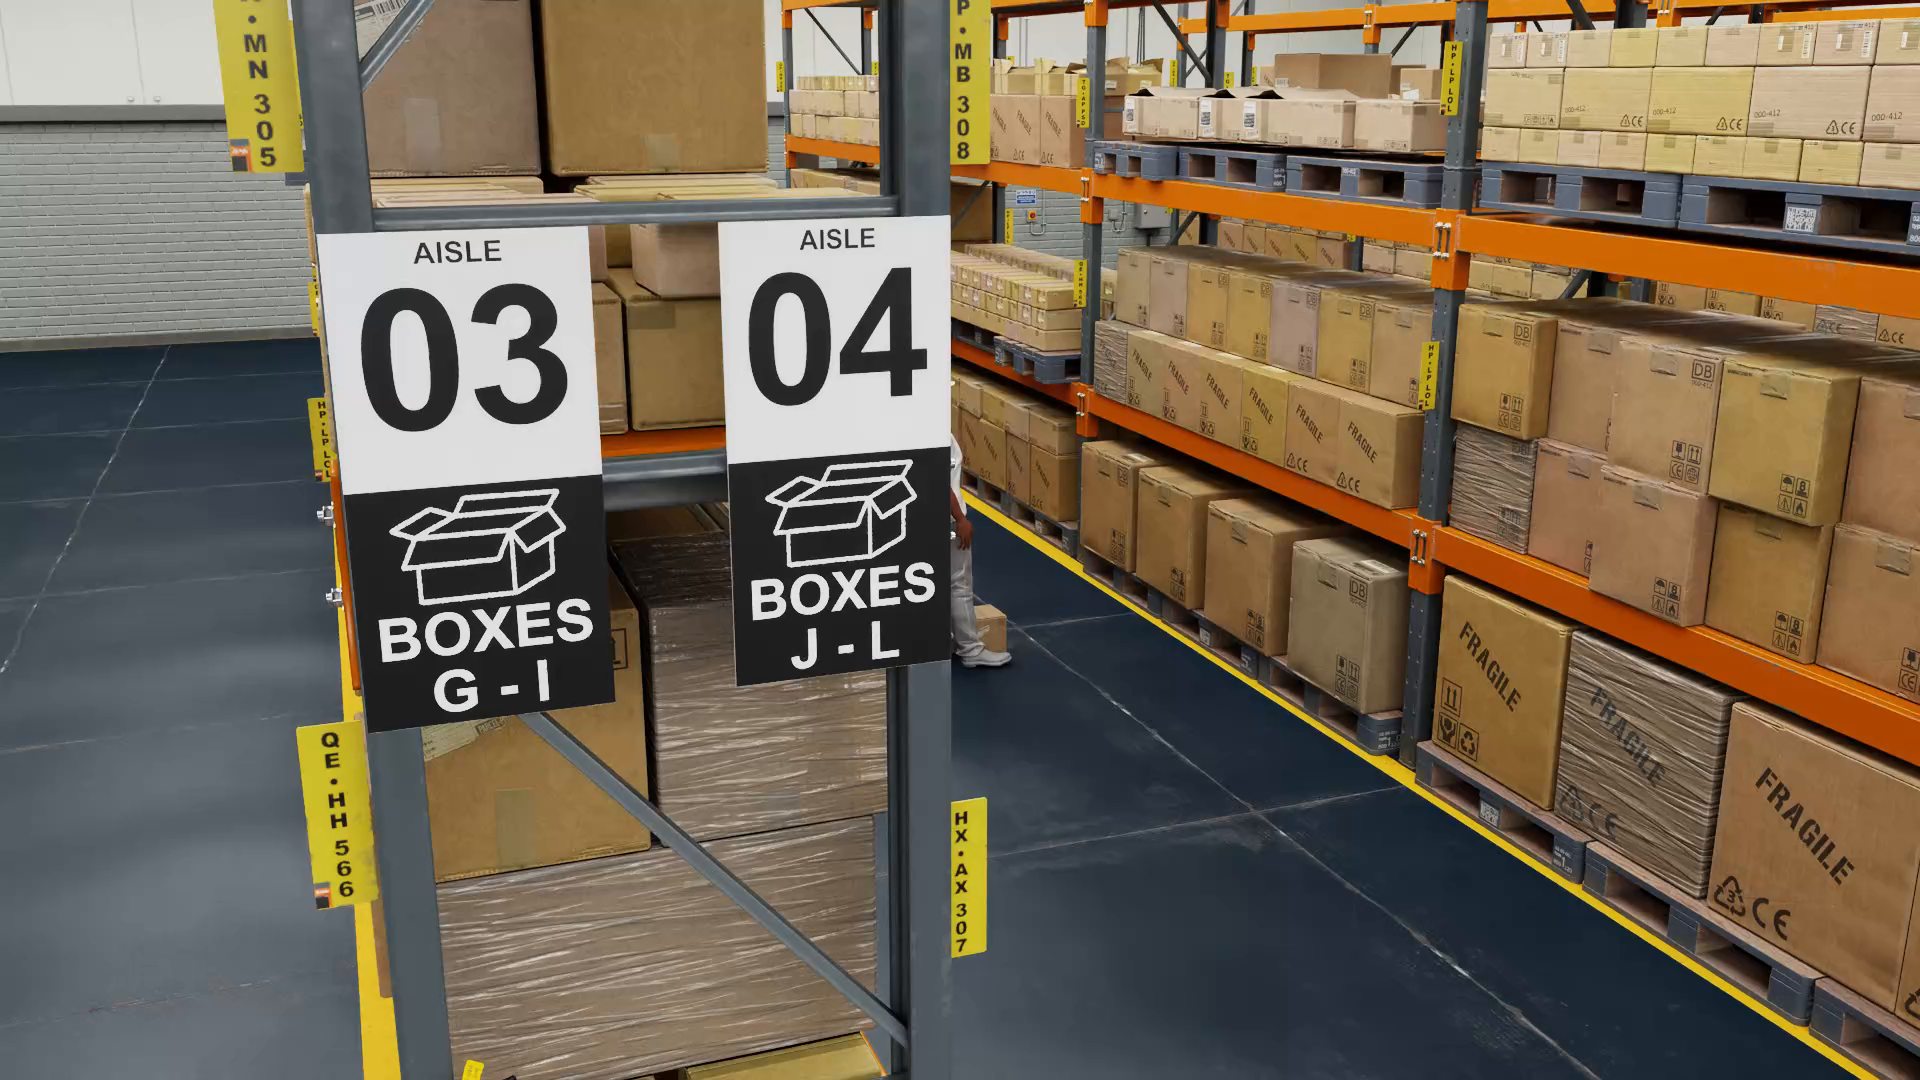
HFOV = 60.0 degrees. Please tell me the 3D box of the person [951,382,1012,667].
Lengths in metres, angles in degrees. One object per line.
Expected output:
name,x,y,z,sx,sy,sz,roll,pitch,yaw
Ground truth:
person,-0.053,-0.147,9.974,0.576,1.766,0.665,-6,17,-20
